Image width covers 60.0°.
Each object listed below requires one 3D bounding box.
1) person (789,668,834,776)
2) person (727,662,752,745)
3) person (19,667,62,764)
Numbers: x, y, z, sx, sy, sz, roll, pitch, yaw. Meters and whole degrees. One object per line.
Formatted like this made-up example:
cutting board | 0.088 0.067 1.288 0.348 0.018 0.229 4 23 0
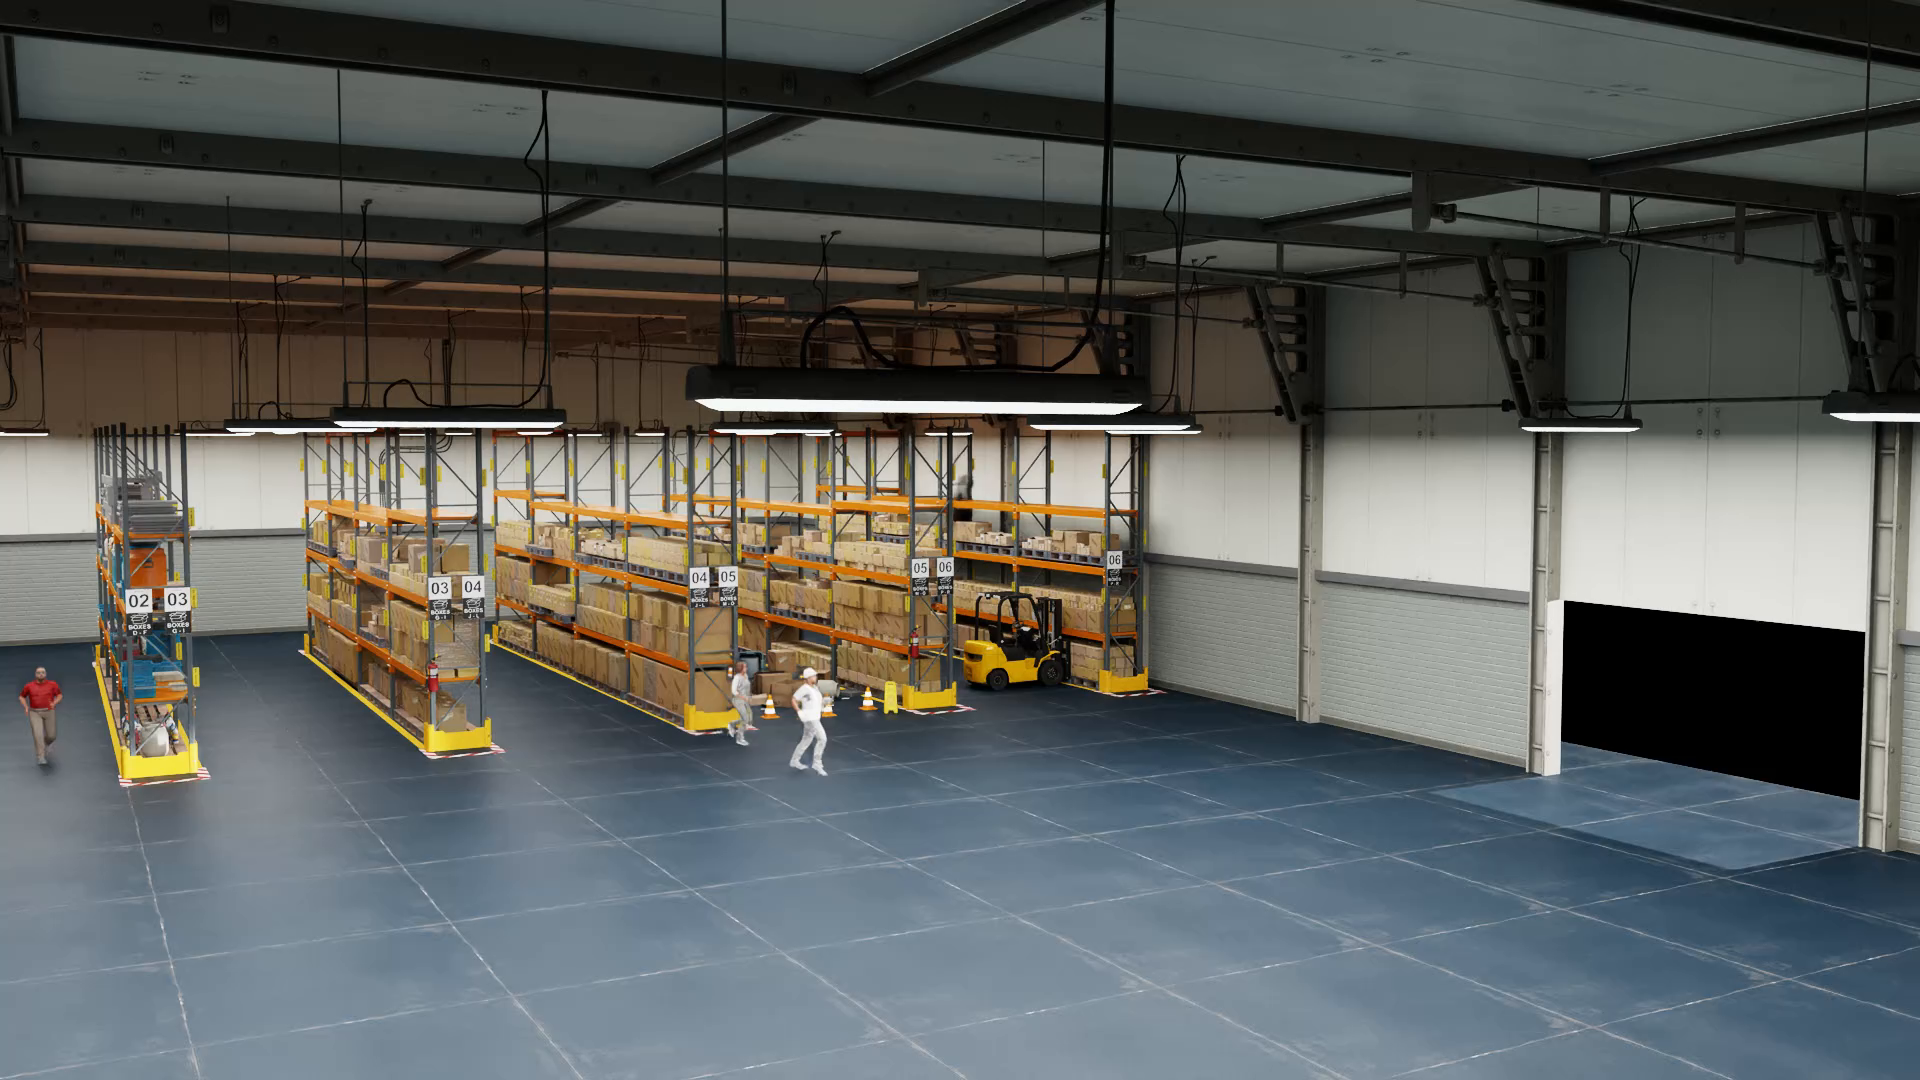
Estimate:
person | -2.549 3.109 28.435 0.776 1.846 0.659 0 3 4
person | -4.145 3.059 31.268 0.579 1.562 0.580 1 4 20
person | -16.284 3.092 29.481 0.672 1.682 0.779 -2 4 -33
